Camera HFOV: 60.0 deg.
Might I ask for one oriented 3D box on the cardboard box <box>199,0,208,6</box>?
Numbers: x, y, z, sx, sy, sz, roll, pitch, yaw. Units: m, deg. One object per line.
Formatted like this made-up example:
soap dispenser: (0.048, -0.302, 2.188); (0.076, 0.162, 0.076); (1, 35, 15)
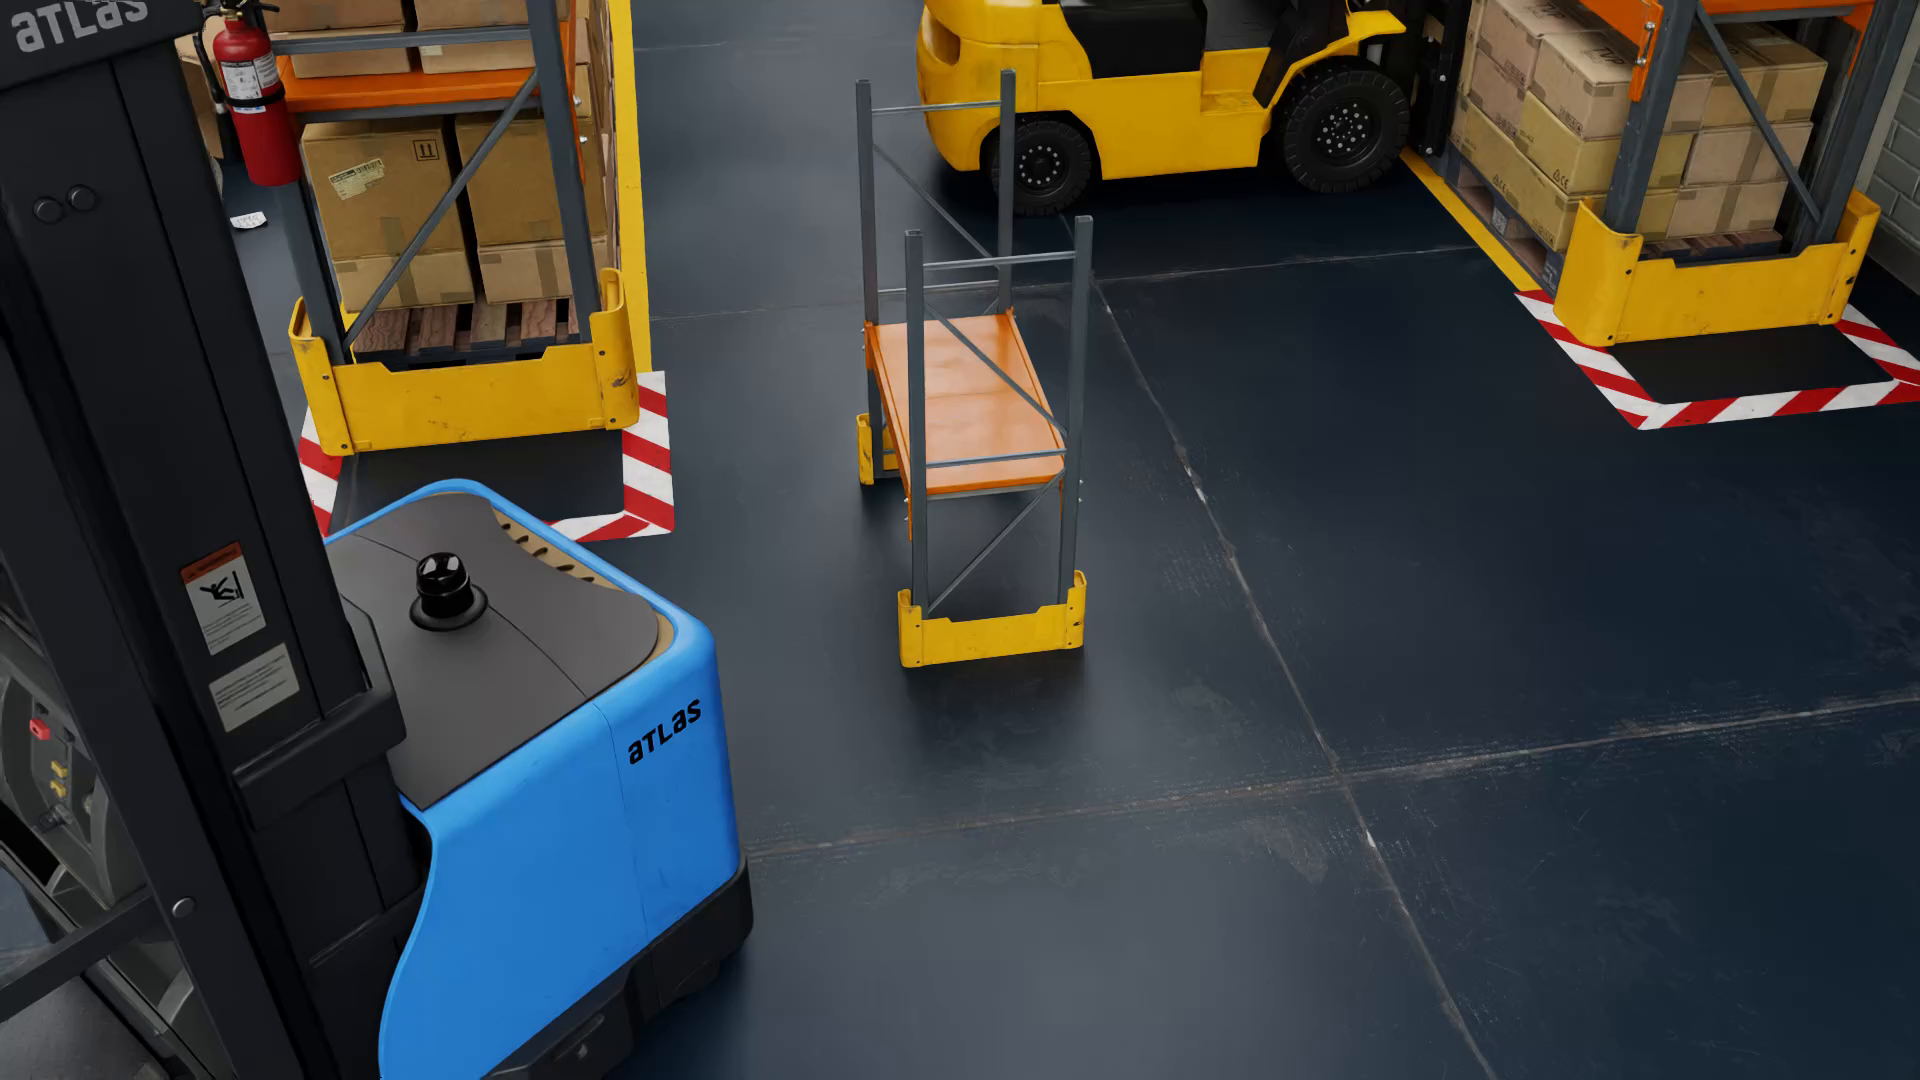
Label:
cardboard box: (-4.254, -3.127, 8.750); (0.500, 0.500, 0.500); (-6, 38, -8)

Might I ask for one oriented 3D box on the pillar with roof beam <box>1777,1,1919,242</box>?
pillar with roof beam: (-0.393, -4.568, 4.295); (9.100, 9.000, 0.400); (-6, 38, -8)

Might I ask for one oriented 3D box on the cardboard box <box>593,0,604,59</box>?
cardboard box: (-1.958, -2.457, 7.756); (0.500, 0.500, 0.500); (-4, 38, -6)

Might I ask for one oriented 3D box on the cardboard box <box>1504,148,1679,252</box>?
cardboard box: (2.687, -1.475, 7.102); (0.500, 0.250, 0.500); (-6, 38, -8)

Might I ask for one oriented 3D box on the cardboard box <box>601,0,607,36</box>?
cardboard box: (-2.139, -2.777, 8.778); (0.500, 0.250, 0.500); (-5, 38, -6)

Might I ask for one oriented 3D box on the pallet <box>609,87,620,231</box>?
pallet: (-2.137, -1.783, 7.873); (1.003, 0.211, 1.213); (-6, 38, -8)

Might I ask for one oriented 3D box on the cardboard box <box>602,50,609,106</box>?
cardboard box: (-1.951, -2.148, 7.969); (0.500, 0.250, 0.500); (-6, 38, -7)

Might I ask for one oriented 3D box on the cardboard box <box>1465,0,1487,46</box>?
cardboard box: (2.499, -2.476, 7.576); (0.500, 0.250, 0.500); (-6, 38, -7)

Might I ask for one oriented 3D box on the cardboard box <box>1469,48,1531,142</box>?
cardboard box: (2.610, -1.987, 7.354); (0.500, 0.250, 0.500); (-7, 38, -8)

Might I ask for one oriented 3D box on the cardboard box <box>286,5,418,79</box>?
cardboard box: (-2.082, -1.712, 5.714); (0.380, 0.149, 0.250); (-5, 38, -6)

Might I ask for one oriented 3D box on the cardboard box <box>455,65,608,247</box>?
cardboard box: (-1.680, -1.516, 6.544); (0.500, 0.500, 0.500); (-7, 38, -9)

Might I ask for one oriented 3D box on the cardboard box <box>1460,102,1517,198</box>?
cardboard box: (2.609, -1.776, 7.490); (0.500, 0.250, 0.500); (-6, 38, -8)

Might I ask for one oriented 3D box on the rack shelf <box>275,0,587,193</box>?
rack shelf: (-2.157, -2.533, 7.151); (1.077, 0.370, 4.000); (-6, 38, -8)

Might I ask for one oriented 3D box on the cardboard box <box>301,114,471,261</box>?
cardboard box: (-2.203, -1.441, 6.447); (0.500, 0.500, 0.500); (-6, 38, -8)

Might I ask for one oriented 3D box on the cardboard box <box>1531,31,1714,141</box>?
cardboard box: (2.692, -1.864, 6.789); (0.500, 0.250, 0.500); (-5, 38, -6)

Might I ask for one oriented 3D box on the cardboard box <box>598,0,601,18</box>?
cardboard box: (-2.048, -2.765, 8.152); (0.500, 0.500, 0.500); (-6, 38, -7)

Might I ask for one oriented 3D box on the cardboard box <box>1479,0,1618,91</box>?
cardboard box: (2.597, -2.172, 7.185); (0.500, 0.250, 0.500); (-6, 38, -7)

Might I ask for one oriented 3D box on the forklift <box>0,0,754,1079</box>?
forklift: (-1.881, 0.386, 2.864); (1.130, 2.935, 3.031); (28, 46, 31)

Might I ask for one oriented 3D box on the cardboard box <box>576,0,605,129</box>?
cardboard box: (-1.856, -2.135, 7.341); (0.500, 0.500, 0.500); (-6, 38, -7)

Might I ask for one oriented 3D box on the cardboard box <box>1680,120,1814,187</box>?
cardboard box: (3.202, -1.729, 7.022); (0.500, 0.250, 0.500); (-6, 38, -7)

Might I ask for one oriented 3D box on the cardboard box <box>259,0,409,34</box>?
cardboard box: (-2.172, -2.064, 5.638); (0.500, 0.500, 0.500); (-7, 38, -9)

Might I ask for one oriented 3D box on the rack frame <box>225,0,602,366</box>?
rack frame: (-1.806, -1.609, 5.376); (1.000, 3.000, 0.127); (-6, 38, -8)

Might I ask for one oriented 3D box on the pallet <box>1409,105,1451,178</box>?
pallet: (2.694, -2.237, 8.457); (1.003, 0.211, 1.213); (-6, 38, -8)

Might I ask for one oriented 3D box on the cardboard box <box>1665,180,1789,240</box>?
cardboard box: (3.187, -1.543, 7.190); (0.500, 0.250, 0.500); (-6, 38, -8)

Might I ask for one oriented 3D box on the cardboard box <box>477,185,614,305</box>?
cardboard box: (-1.675, -1.206, 6.756); (0.500, 0.250, 0.500); (-7, 38, -8)

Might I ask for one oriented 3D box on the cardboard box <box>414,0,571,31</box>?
cardboard box: (-1.616, -2.082, 5.661); (0.500, 0.500, 0.500); (-7, 38, -9)

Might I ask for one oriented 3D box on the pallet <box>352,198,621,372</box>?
pallet: (-1.927, -1.048, 6.927); (1.003, 0.211, 1.213); (-6, 38, -8)

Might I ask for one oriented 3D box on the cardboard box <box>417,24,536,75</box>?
cardboard box: (-1.662, -1.737, 5.746); (0.380, 0.149, 0.250); (-6, 38, -8)

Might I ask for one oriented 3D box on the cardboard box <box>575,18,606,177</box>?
cardboard box: (-1.776, -1.831, 6.950); (0.500, 0.500, 0.500); (-8, 38, -10)

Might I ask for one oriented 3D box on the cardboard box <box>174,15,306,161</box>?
cardboard box: (-3.659, -2.245, 8.230); (0.500, 0.500, 0.500); (19, 42, 23)

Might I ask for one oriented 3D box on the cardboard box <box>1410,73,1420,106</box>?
cardboard box: (2.417, -2.391, 8.281); (0.500, 0.250, 0.500); (-5, 38, -7)

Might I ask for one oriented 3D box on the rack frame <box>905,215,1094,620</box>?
rack frame: (0.104, -0.234, 4.828); (0.500, 1.500, 0.032); (-6, 38, -8)

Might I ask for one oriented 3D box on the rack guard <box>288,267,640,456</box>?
rack guard: (-1.819, -0.668, 6.202); (1.175, 0.500, 0.348); (-6, 38, -8)

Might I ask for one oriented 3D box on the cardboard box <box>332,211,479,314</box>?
cardboard box: (-2.217, -1.163, 6.700); (0.500, 0.250, 0.500); (-6, 38, -8)

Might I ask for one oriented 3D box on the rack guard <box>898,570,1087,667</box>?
rack guard: (0.101, 0.248, 5.227); (0.587, 0.250, 0.087); (-6, 38, -8)

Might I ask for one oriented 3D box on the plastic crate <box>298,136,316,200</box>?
plastic crate: (-3.039, -1.835, 8.047); (0.402, 0.080, 0.583); (-20, 42, -23)

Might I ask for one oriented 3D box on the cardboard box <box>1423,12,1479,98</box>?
cardboard box: (2.499, -2.296, 7.752); (0.500, 0.250, 0.500); (-7, 38, -9)

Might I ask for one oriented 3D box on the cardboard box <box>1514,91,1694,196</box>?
cardboard box: (2.687, -1.683, 6.962); (0.500, 0.250, 0.500); (-7, 38, -9)

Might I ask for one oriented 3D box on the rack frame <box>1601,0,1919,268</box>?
rack frame: (3.080, -2.145, 6.066); (1.000, 3.000, 0.127); (-6, 38, -8)

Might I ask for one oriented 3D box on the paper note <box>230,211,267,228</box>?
paper note: (-3.258, -1.468, 7.615); (0.142, 0.019, 0.148); (-20, 42, -23)

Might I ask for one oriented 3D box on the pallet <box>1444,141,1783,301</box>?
pallet: (2.905, -1.501, 7.510); (1.003, 0.211, 1.213); (-6, 38, -8)

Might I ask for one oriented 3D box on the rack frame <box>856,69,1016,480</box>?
rack frame: (-0.074, -0.848, 5.619); (0.500, 1.500, 0.032); (-6, 38, -8)

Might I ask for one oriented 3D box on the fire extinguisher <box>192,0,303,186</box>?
fire extinguisher: (-2.240, -1.460, 5.247); (0.296, 0.674, 0.183); (-6, 38, -8)

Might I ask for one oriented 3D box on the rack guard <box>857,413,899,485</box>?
rack guard: (-0.074, -0.353, 6.001); (0.587, 0.250, 0.087); (-6, 38, -8)

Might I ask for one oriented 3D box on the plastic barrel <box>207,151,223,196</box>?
plastic barrel: (-3.659, -1.676, 7.562); (0.512, 0.421, 0.421); (19, 42, 23)

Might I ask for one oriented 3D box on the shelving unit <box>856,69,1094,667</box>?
shelving unit: (0.013, -0.546, 5.231); (0.587, 1.500, 1.083); (-6, 38, -8)

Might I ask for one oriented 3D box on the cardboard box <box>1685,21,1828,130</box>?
cardboard box: (3.182, -1.930, 6.874); (0.500, 0.250, 0.500); (-7, 38, -9)

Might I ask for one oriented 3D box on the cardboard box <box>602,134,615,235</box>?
cardboard box: (-1.757, -1.515, 7.154); (0.500, 0.250, 0.500); (-5, 38, -6)

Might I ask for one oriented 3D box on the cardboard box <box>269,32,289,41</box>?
cardboard box: (-2.236, -1.854, 5.896); (0.380, 0.149, 0.250); (-7, 38, -8)

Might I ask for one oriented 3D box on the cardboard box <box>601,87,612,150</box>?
cardboard box: (-1.865, -1.843, 7.576); (0.500, 0.250, 0.500); (-4, 38, -5)

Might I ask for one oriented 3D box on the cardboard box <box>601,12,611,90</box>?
cardboard box: (-2.036, -2.456, 8.365); (0.500, 0.250, 0.500); (-7, 38, -9)

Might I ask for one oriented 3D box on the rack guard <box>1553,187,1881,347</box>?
rack guard: (3.084, -1.143, 6.814); (1.175, 0.500, 0.348); (-6, 38, -8)

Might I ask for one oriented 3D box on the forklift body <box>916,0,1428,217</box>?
forklift body: (0.952, -2.759, 7.548); (2.313, 2.155, 1.214); (-6, 38, -8)

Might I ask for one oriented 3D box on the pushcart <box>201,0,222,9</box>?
pushcart: (-4.743, -2.714, 8.936); (1.648, 0.377, 0.936); (-20, 42, -23)

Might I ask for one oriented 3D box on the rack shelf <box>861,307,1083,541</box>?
rack shelf: (0.015, -0.399, 5.334); (0.538, 0.185, 1.000); (-6, 38, -8)

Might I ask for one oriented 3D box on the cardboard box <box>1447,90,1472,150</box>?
cardboard box: (2.530, -2.079, 7.880); (0.500, 0.250, 0.500); (-6, 38, -7)

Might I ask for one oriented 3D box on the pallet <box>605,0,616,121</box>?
pallet: (-2.355, -2.522, 8.824); (1.003, 0.211, 1.213); (-6, 38, -8)

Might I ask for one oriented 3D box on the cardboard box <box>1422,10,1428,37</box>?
cardboard box: (2.414, -2.599, 8.142); (0.500, 0.250, 0.500); (-6, 38, -8)

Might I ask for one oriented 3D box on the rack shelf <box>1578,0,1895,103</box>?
rack shelf: (2.730, -3.069, 7.842); (1.077, 0.370, 4.000); (-6, 38, -8)
